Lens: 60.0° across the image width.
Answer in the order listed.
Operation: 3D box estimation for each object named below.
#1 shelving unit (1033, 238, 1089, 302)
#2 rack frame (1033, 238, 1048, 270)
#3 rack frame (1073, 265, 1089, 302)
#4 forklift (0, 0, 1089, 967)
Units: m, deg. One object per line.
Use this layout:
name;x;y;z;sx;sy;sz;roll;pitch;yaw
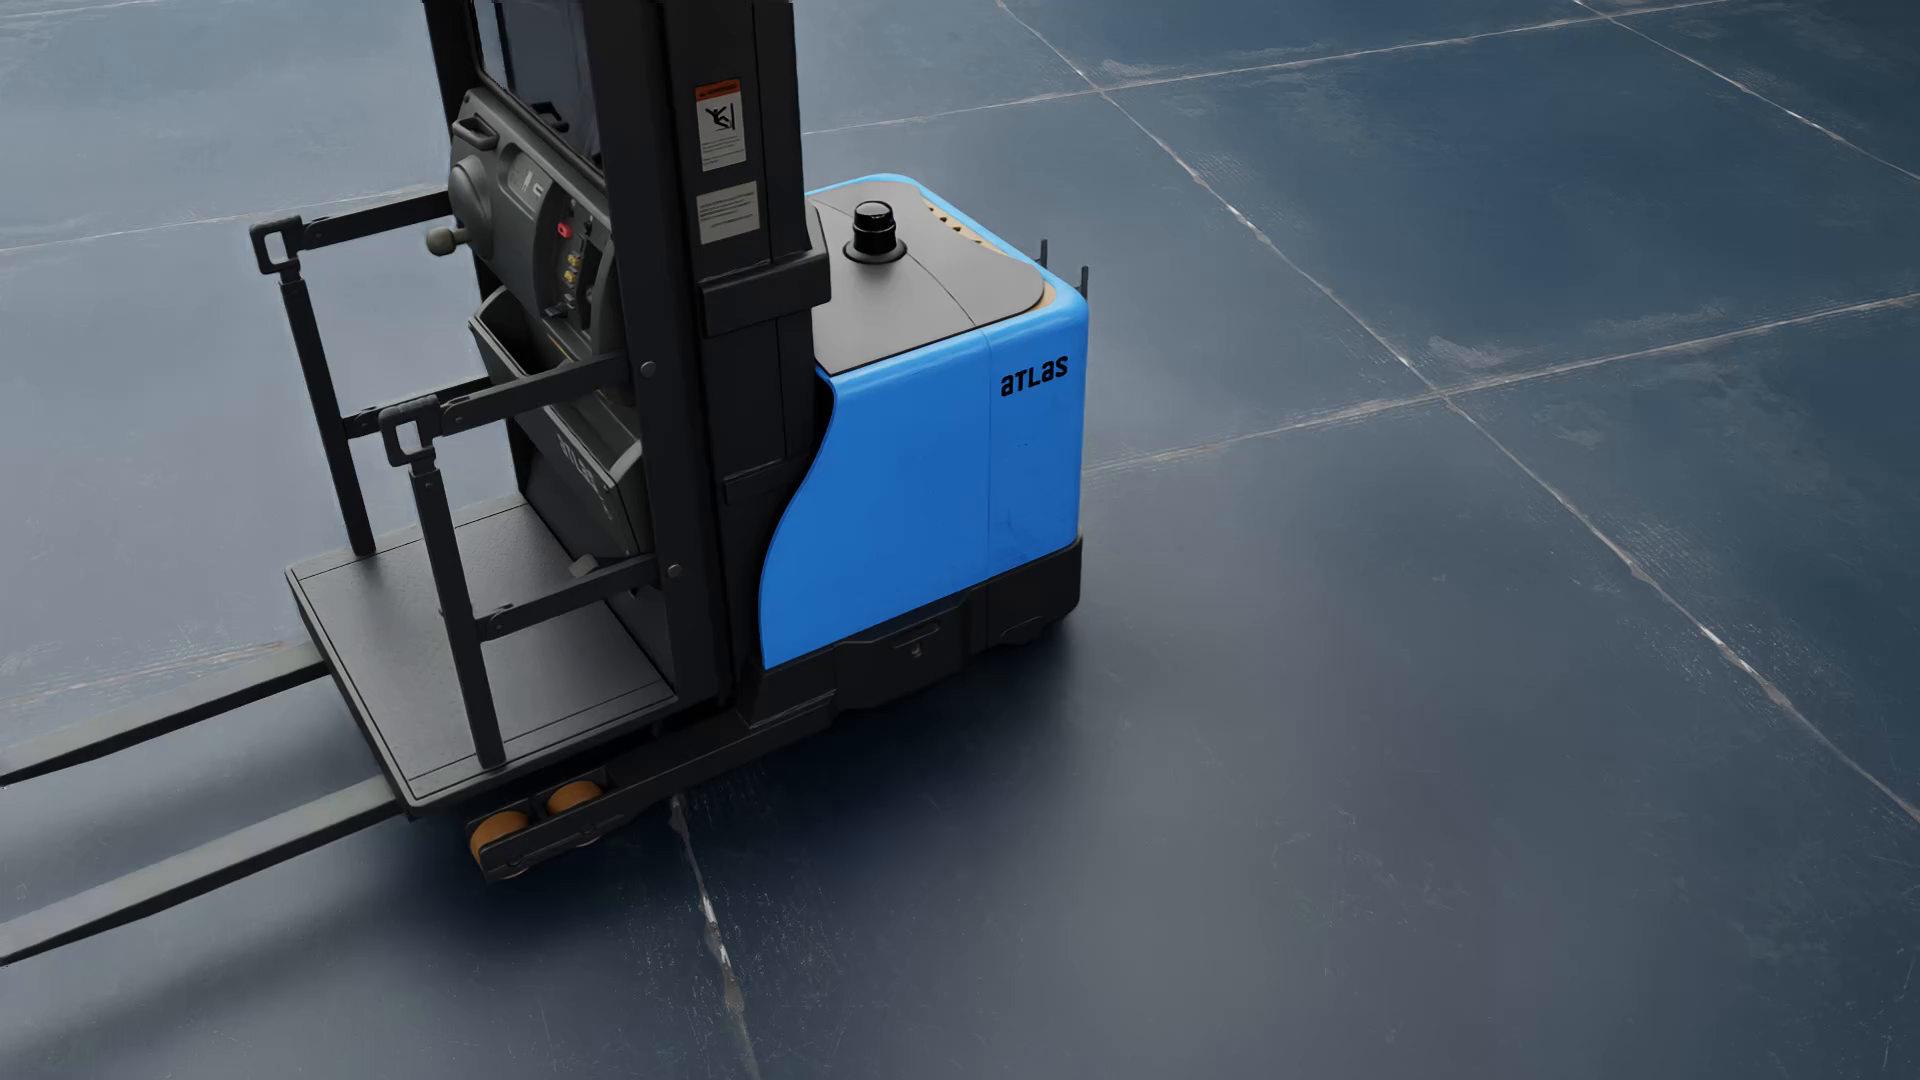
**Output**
shelving unit;0.214;-0.446;5.094;0.258;0.900;0.210;-21;42;-26
rack frame;0.158;-0.498;5.162;0.240;0.900;0.006;-21;42;-26
rack frame;0.270;-0.395;5.026;0.240;0.900;0.006;-21;42;-26
forklift;-1.161;-0.694;3.735;3.031;2.935;1.130;-21;42;-26
